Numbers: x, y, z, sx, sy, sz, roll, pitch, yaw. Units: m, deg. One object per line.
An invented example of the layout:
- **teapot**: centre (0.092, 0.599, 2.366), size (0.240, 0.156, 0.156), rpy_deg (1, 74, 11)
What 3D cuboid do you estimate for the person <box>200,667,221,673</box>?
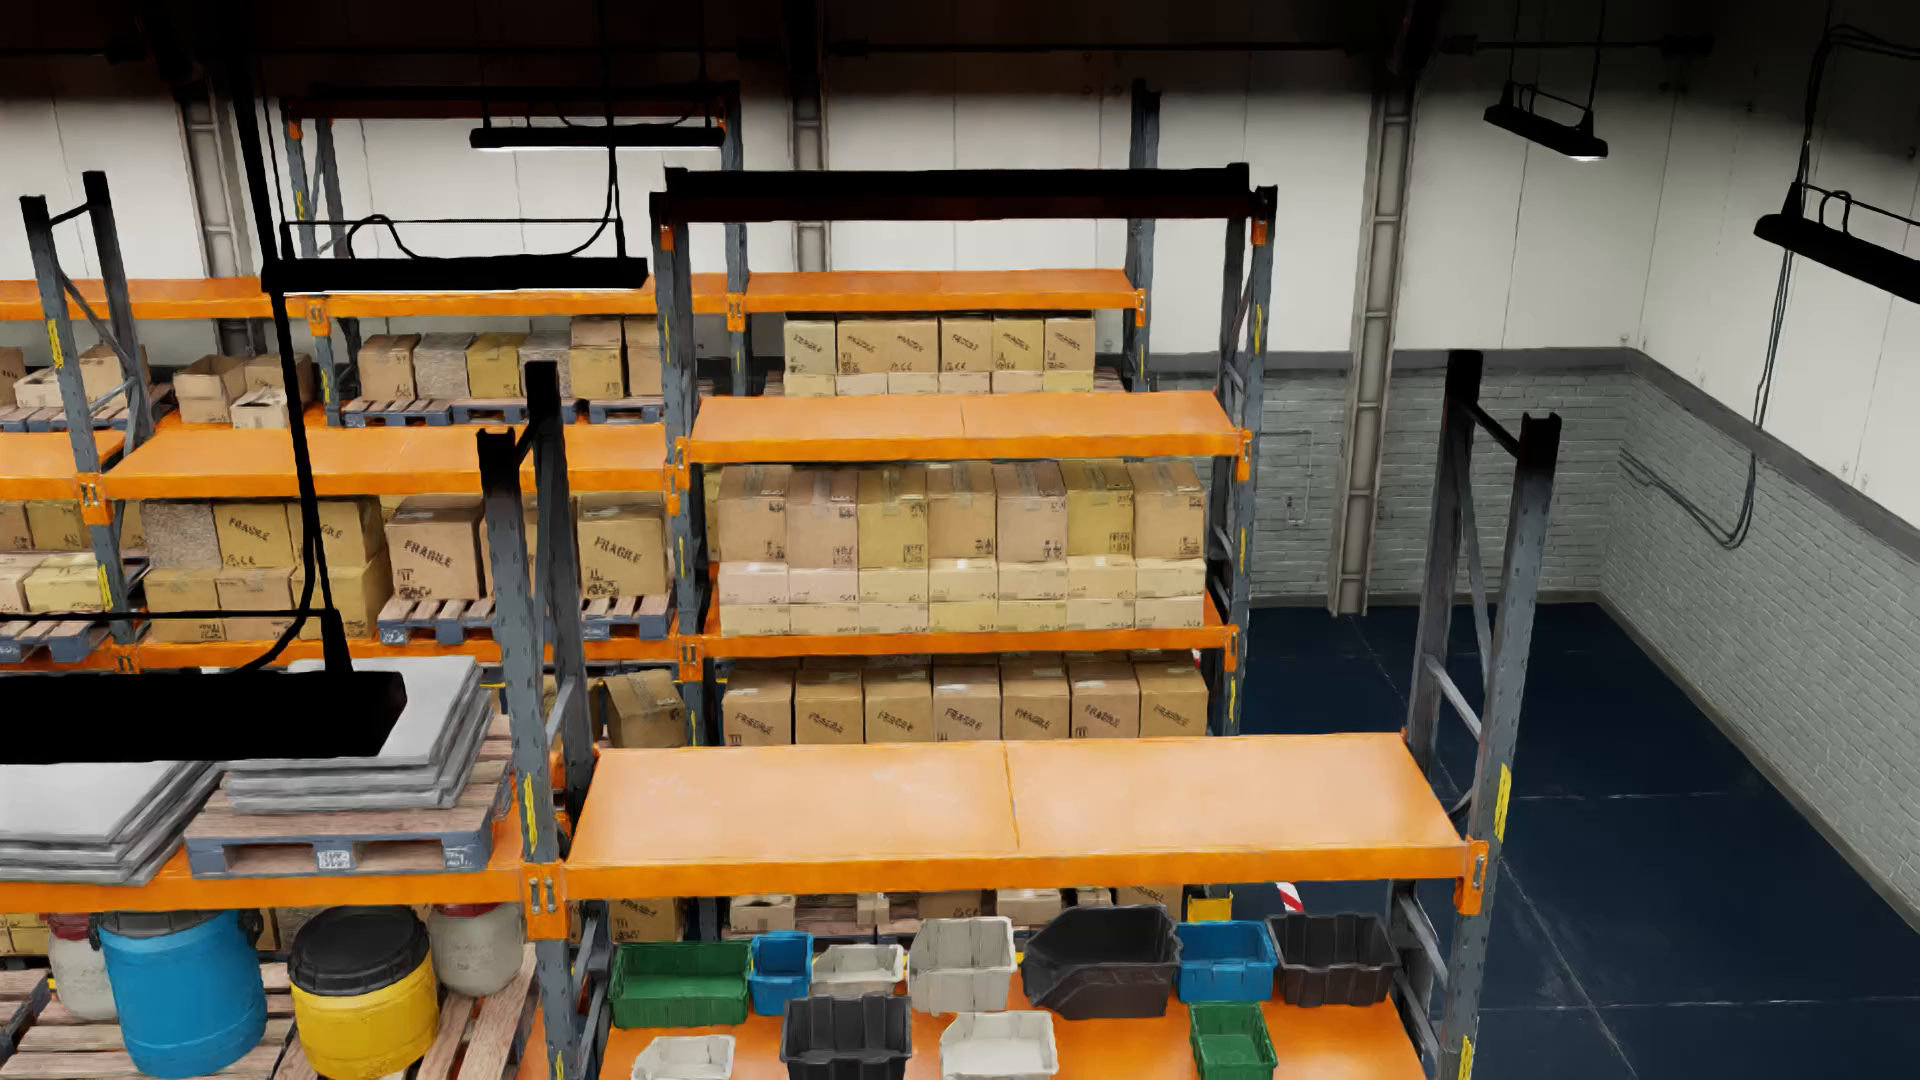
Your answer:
- **person**: centre (-6.715, 1.646, 14.958), size (1.090, 1.583, 0.497), rpy_deg (0, 22, 0)
